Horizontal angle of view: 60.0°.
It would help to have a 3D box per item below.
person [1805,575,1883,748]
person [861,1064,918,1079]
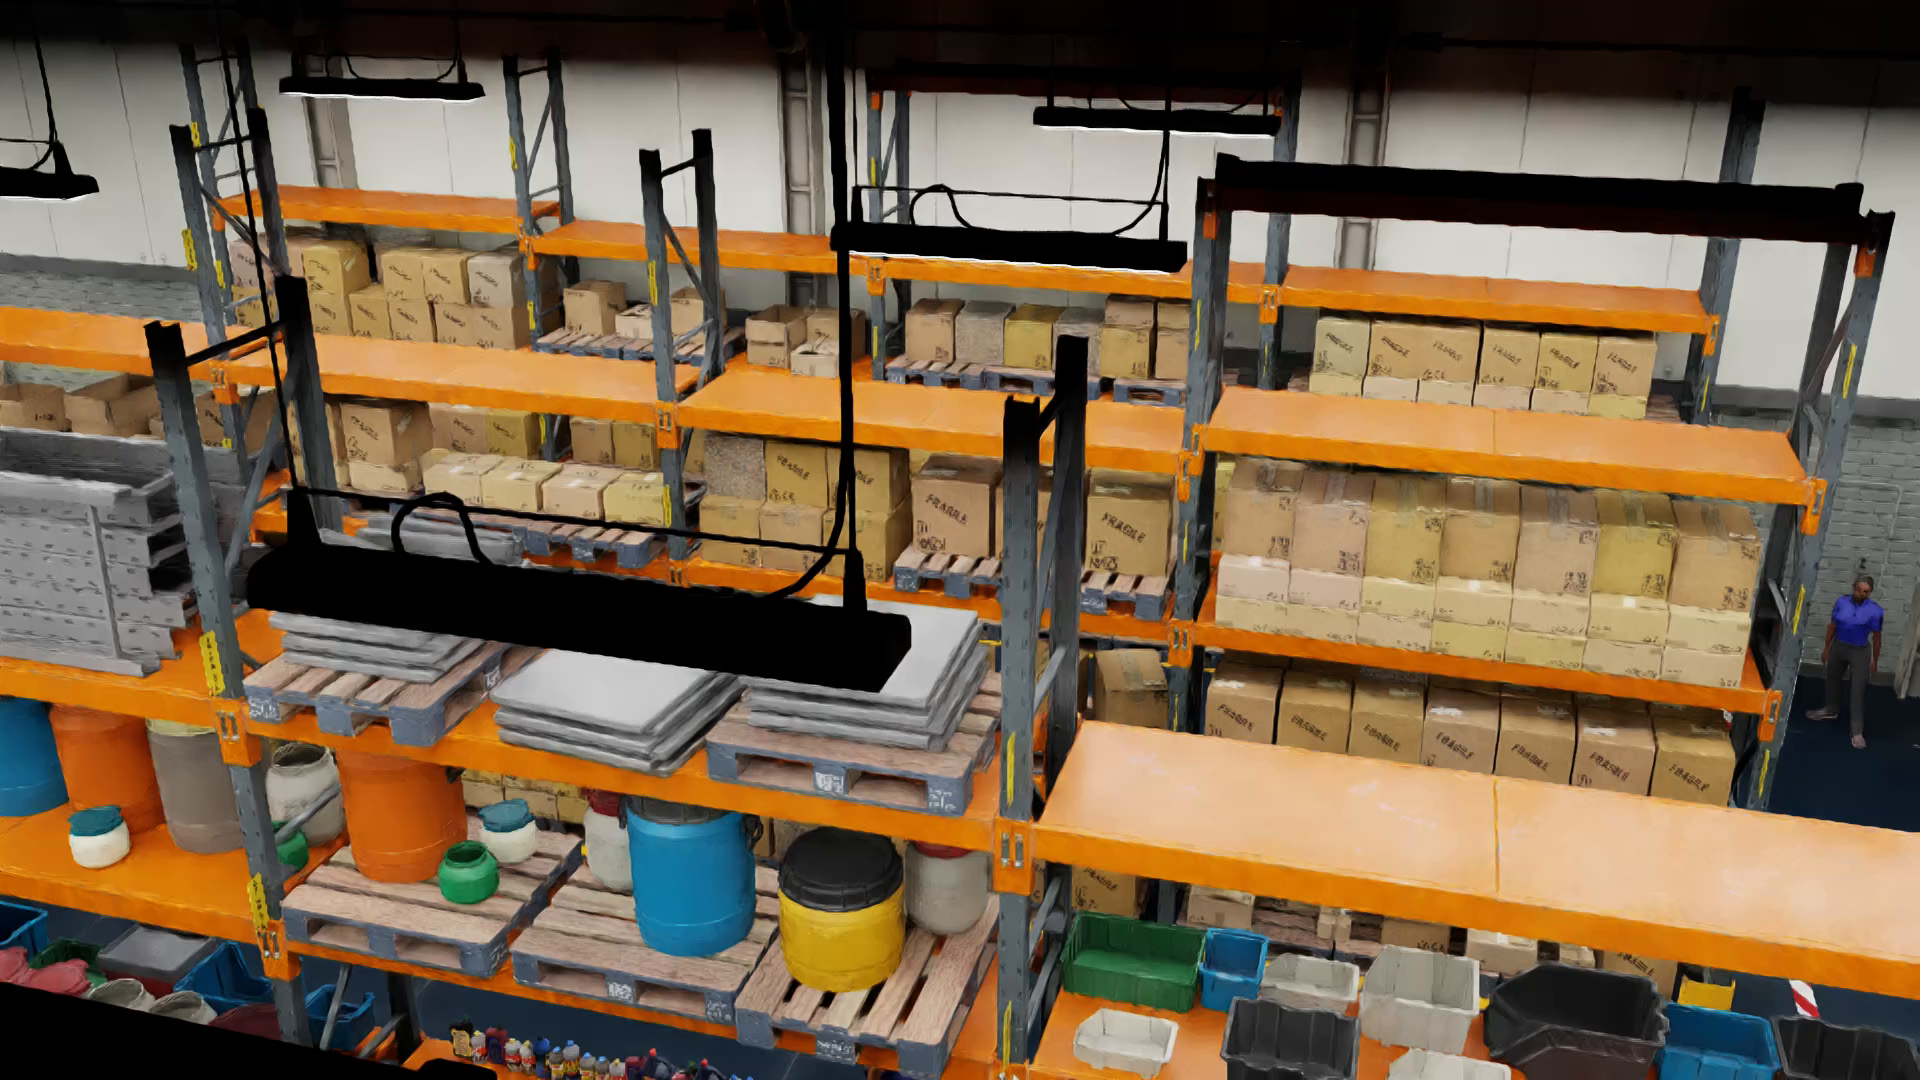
[{"bbox_3d":[8.579,1.100,15.954,0.521,1.650,0.683,-19,29,-38],"label":"person"},{"bbox_3d":[-0.433,3.393,10.549,0.517,1.596,0.625,5,23,13],"label":"person"}]
